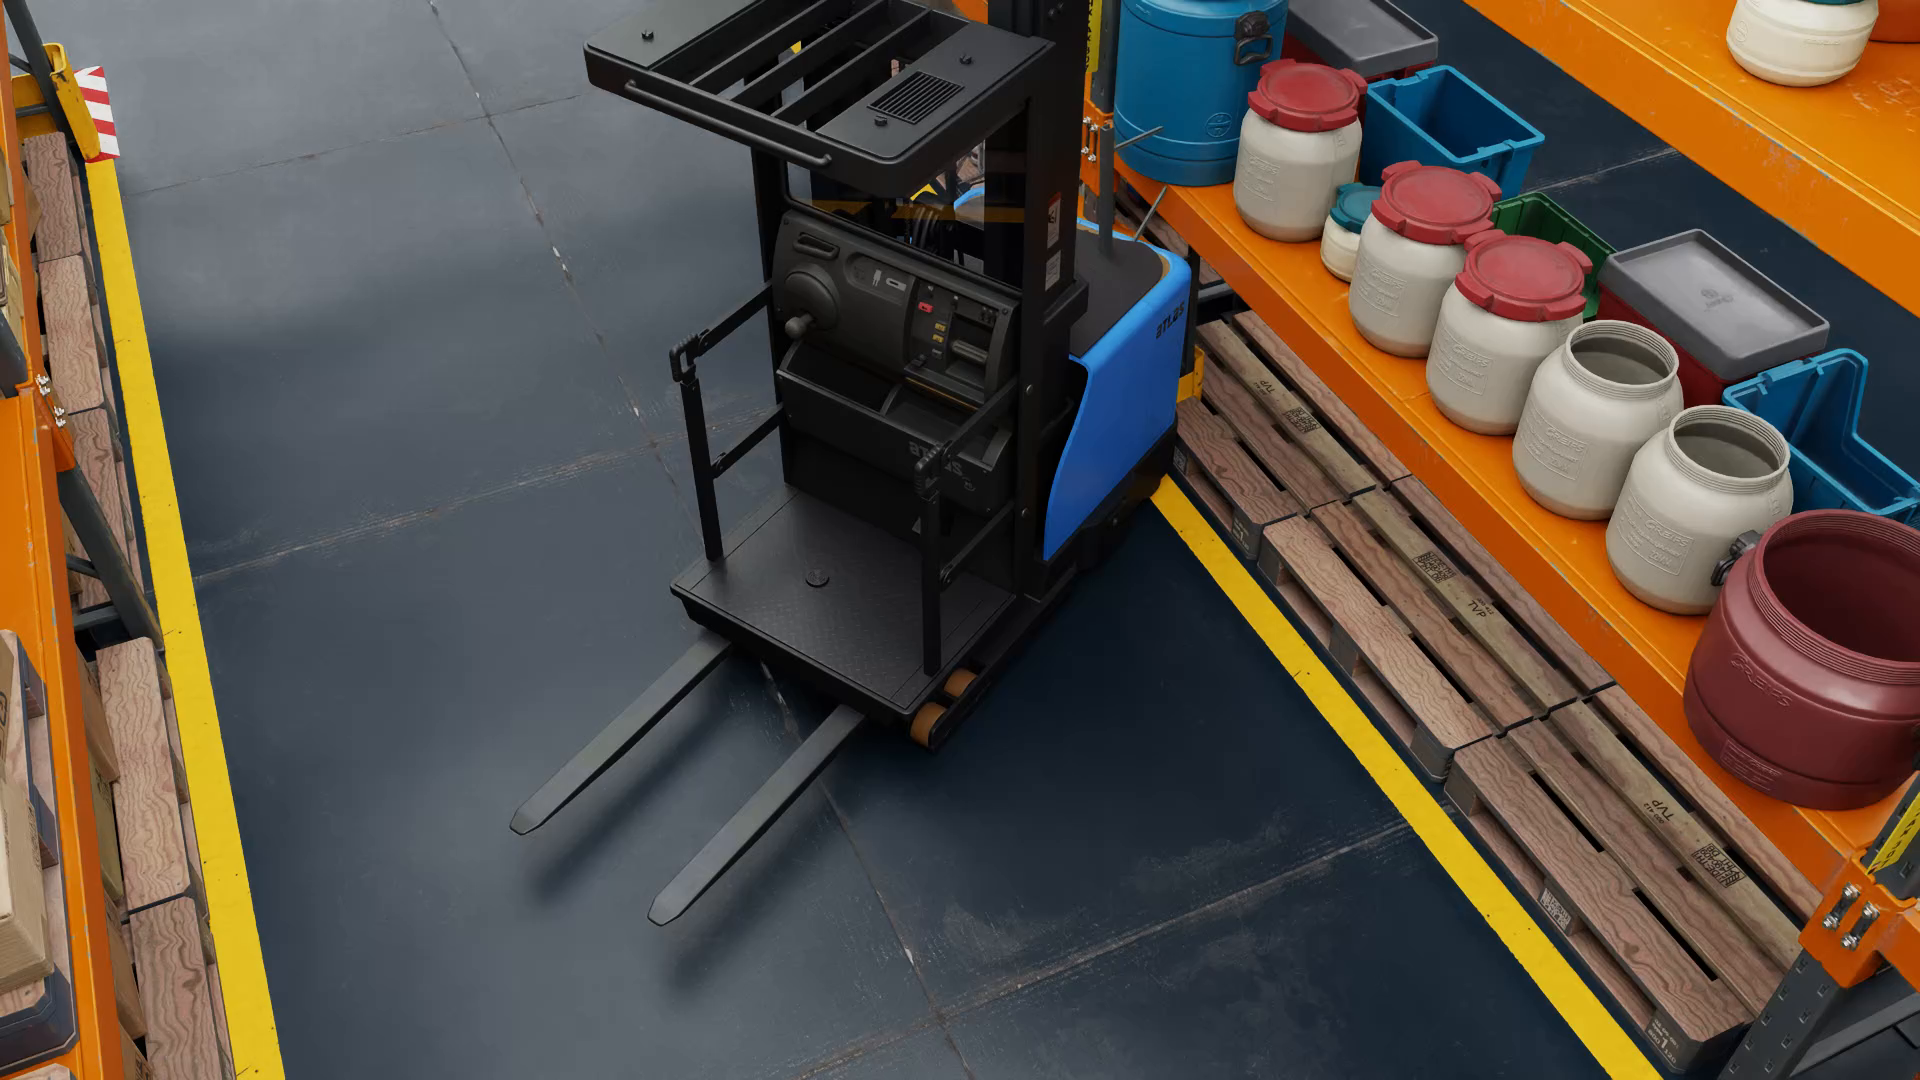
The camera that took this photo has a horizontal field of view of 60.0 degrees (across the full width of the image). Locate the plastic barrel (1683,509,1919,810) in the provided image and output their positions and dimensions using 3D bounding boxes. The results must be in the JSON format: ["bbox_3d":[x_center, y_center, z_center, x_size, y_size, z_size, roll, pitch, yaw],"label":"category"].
[{"bbox_3d":[2.208,0.298,4.215,0.600,0.536,0.708,-18,47,-17],"label":"plastic barrel"}]

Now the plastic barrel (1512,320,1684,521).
[{"bbox_3d":[1.875,-0.348,4.887,0.421,0.512,0.421,0,45,0],"label":"plastic barrel"}]

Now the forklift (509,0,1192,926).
[{"bbox_3d":[-0.353,-0.683,5.355,1.130,2.935,3.031,26,50,24],"label":"forklift"}]

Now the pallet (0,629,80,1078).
[{"bbox_3d":[-2.685,0.835,3.905,1.003,0.211,1.213,-18,47,-17],"label":"pallet"}]

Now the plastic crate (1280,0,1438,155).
[{"bbox_3d":[1.478,-1.801,6.394,0.402,0.464,0.583,-18,47,-17],"label":"plastic crate"}]

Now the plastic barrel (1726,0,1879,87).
[{"bbox_3d":[1.932,-1.207,3.800,0.301,0.262,0.301,0,45,0],"label":"plastic barrel"}]

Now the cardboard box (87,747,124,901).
[{"bbox_3d":[-3.075,0.907,5.162,0.700,0.500,0.500,-18,47,-18],"label":"cardboard box"}]

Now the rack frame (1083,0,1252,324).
[{"bbox_3d":[0.996,-1.996,6.637,1.000,3.000,0.127,-18,47,-17],"label":"rack frame"}]

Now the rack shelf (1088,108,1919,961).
[{"bbox_3d":[1.837,-0.465,5.598,1.077,0.370,4.000,-18,47,-17],"label":"rack shelf"}]

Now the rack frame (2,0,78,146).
[{"bbox_3d":[-5.179,-3.082,7.738,1.000,3.000,0.127,-18,47,-17],"label":"rack frame"}]

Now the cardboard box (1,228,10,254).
[{"bbox_3d":[-3.539,-0.984,5.790,0.380,0.149,0.250,-18,47,-17],"label":"cardboard box"}]

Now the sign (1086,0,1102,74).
[{"bbox_3d":[0.493,-1.939,6.383,0.100,0.325,0.005,-18,47,-17],"label":"sign"}]

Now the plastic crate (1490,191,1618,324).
[{"bbox_3d":[1.985,-0.894,5.671,0.450,0.188,0.662,-18,47,-17],"label":"plastic crate"}]

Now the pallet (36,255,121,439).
[{"bbox_3d":[-4.329,-0.737,7.346,1.003,0.211,1.213,-18,47,-17],"label":"pallet"}]

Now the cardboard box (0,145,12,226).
[{"bbox_3d":[-3.809,-1.309,5.658,0.875,0.500,0.500,-18,47,-17],"label":"cardboard box"}]

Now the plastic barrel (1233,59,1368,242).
[{"bbox_3d":[1.200,-1.370,5.906,0.433,0.535,0.433,0,45,0],"label":"plastic barrel"}]

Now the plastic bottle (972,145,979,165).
[{"bbox_3d":[0.108,-1.982,8.302,0.097,0.201,0.097,0,45,0],"label":"plastic bottle"}]

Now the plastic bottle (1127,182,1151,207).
[{"bbox_3d":[0.903,-1.804,8.015,0.144,0.351,0.185,-18,47,-17],"label":"plastic bottle"}]

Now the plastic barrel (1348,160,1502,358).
[{"bbox_3d":[1.508,-0.902,5.432,0.433,0.535,0.433,0,45,0],"label":"plastic barrel"}]

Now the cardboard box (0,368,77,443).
[{"bbox_3d":[-3.877,-0.422,6.523,0.500,0.500,0.500,-5,45,-5],"label":"cardboard box"}]

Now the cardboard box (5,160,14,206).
[{"bbox_3d":[-3.720,-1.312,6.123,0.380,0.149,0.250,-18,47,-17],"label":"cardboard box"}]

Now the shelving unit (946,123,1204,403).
[{"bbox_3d":[0.456,-1.306,6.825,0.587,1.500,1.083,-28,49,-23],"label":"shelving unit"}]

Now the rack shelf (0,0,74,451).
[{"bbox_3d":[-4.338,-1.552,6.699,1.077,0.370,4.000,-18,47,-17],"label":"rack shelf"}]

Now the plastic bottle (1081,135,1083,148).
[{"bbox_3d":[0.652,-2.151,8.421,0.152,0.276,0.135,-18,47,-17],"label":"plastic bottle"}]

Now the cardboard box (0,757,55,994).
[{"bbox_3d":[-2.312,0.784,3.628,0.500,0.250,0.500,-19,48,-19],"label":"cardboard box"}]

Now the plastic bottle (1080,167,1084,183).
[{"bbox_3d":[0.507,-1.690,7.954,0.152,0.276,0.135,-18,47,-17],"label":"plastic bottle"}]

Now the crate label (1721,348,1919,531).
[{"bbox_3d":[2.506,-0.173,4.764,0.502,0.435,0.616,-18,47,-17],"label":"crate label"}]

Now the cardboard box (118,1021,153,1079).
[{"bbox_3d":[-2.605,1.619,4.440,0.700,0.500,0.500,-14,46,-14],"label":"cardboard box"}]

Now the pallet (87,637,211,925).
[{"bbox_3d":[-3.169,0.955,5.632,1.003,0.211,1.213,-18,47,-17],"label":"pallet"}]

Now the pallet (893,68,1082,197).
[{"bbox_3d":[0.235,-2.222,8.852,1.003,0.211,1.213,-18,47,-17],"label":"pallet"}]

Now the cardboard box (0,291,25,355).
[{"bbox_3d":[-3.315,-0.670,5.472,0.380,0.149,0.250,-18,47,-17],"label":"cardboard box"}]

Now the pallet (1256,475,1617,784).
[{"bbox_3d":[1.879,0.264,6.332,1.003,0.211,1.213,-18,47,-17],"label":"pallet"}]

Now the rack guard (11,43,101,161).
[{"bbox_3d":[-5.147,-2.144,8.567,1.175,0.500,0.348,-18,47,-17],"label":"rack guard"}]

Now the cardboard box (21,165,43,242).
[{"bbox_3d":[-4.650,-1.568,7.685,0.500,0.500,0.500,-7,45,-7],"label":"cardboard box"}]

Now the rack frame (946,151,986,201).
[{"bbox_3d":[0.155,-1.590,7.137,0.500,1.500,0.032,-28,49,-23],"label":"rack frame"}]

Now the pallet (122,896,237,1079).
[{"bbox_3d":[-2.652,1.734,4.843,1.003,0.211,1.213,-18,47,-17],"label":"pallet"}]

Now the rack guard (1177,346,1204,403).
[{"bbox_3d":[0.776,-0.587,6.962,0.587,0.250,0.087,-28,49,-23],"label":"rack guard"}]
